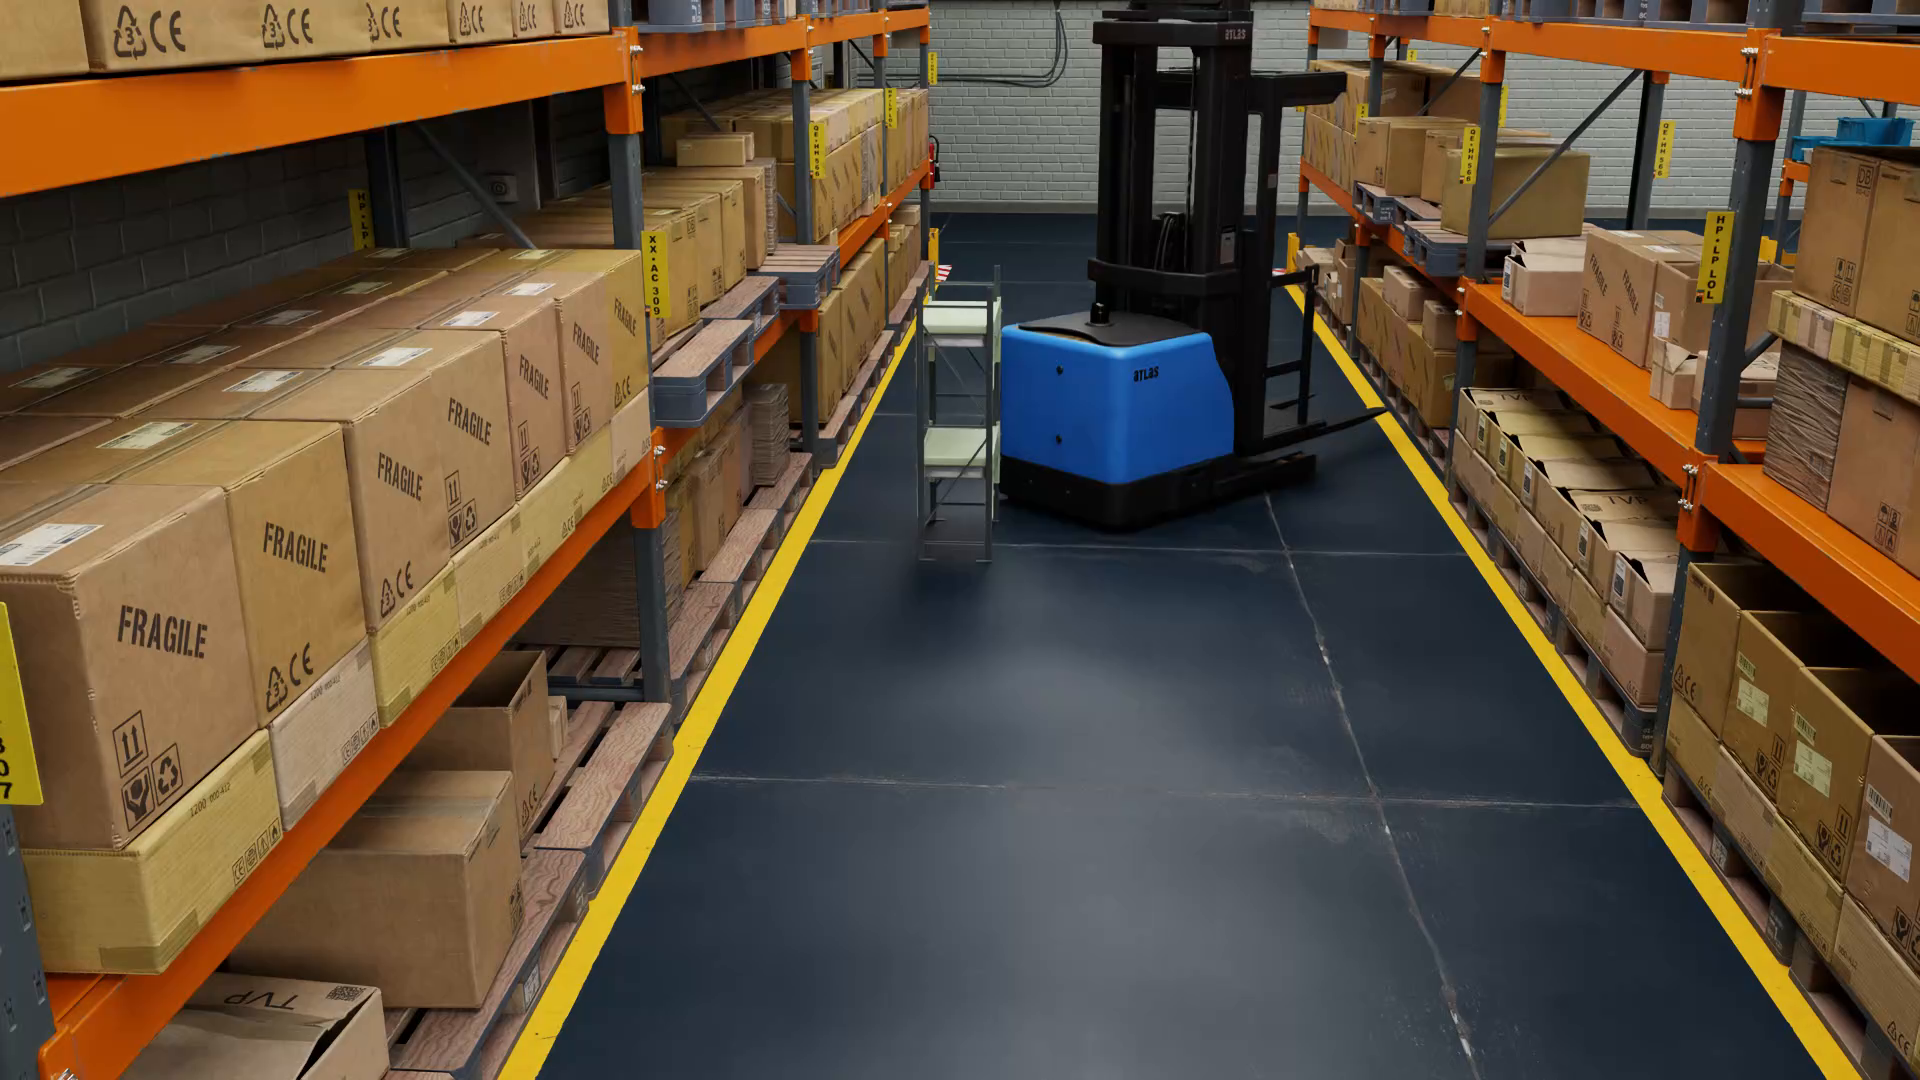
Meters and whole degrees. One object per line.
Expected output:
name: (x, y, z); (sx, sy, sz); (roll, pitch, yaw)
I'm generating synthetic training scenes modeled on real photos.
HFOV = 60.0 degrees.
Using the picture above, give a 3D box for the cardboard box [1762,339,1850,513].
cardboard box: (3.224, -0.398, 5.661); (0.700, 0.500, 0.500); (1, 18, 2)

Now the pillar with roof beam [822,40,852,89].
pillar with roof beam: (2.793, -7.938, 19.197); (9.100, 9.000, 0.400); (1, 18, 4)

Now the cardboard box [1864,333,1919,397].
cardboard box: (2.985, -0.526, 5.009); (0.380, 0.149, 0.250); (1, 18, 3)

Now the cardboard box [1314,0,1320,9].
cardboard box: (3.819, -5.416, 16.559); (0.500, 0.250, 0.500); (1, 18, 4)

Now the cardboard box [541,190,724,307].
cardboard box: (-1.558, -1.391, 7.983); (0.700, 0.500, 0.500); (4, 19, 11)

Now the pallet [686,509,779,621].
pallet: (-1.553, 0.105, 8.764); (1.003, 0.211, 1.213); (1, 18, 4)

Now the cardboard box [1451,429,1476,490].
cardboard box: (3.206, -0.468, 9.776); (0.500, 0.250, 0.500); (1, 18, 4)

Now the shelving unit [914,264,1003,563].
shelving unit: (0.000, -0.711, 9.183); (0.431, 1.500, 0.755); (1, 18, 4)

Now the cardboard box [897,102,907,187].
cardboard box: (-1.005, -3.620, 15.172); (0.980, 0.700, 0.700); (1, 18, 3)

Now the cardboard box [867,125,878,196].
cardboard box: (-0.927, -2.974, 13.011); (0.500, 0.500, 0.500); (1, 18, 4)

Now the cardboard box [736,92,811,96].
cardboard box: (-1.442, -3.338, 12.918); (0.500, 0.250, 0.500); (1, 18, 5)

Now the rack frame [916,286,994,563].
rack frame: (-0.027, -0.597, 8.836); (0.400, 1.500, 0.023); (1, 18, 4)

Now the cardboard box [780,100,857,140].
cardboard box: (-1.015, -3.012, 11.922); (0.500, 0.250, 0.500); (1, 18, 3)

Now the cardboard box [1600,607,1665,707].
cardboard box: (2.990, 0.483, 6.873); (0.500, 0.250, 0.500); (1, 18, 3)

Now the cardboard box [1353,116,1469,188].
cardboard box: (3.566, -3.078, 13.166); (0.700, 0.500, 0.500); (-5, 19, -15)

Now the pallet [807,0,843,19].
pallet: (-1.412, -3.377, 10.399); (1.213, 0.211, 1.003); (2, 18, 6)

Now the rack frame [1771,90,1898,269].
rack frame: (9.050, -4.104, 17.131); (1.000, 3.000, 0.127); (1, 18, 4)

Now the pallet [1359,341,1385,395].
pallet: (3.802, -1.395, 13.341); (1.003, 0.211, 1.213); (1, 18, 4)

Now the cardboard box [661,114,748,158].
cardboard box: (-1.631, -2.542, 10.489); (0.500, 0.250, 0.500); (2, 18, 5)

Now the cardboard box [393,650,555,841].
cardboard box: (-1.726, 0.704, 5.766); (0.500, 0.500, 0.500); (0, 18, 0)

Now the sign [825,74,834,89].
sign: (-1.385, -4.789, 17.702); (0.100, 0.325, 0.005); (1, 18, 4)

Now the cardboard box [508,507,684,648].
cardboard box: (-1.656, 0.151, 7.451); (0.700, 0.500, 0.500); (2, 18, 6)

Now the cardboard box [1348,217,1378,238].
cardboard box: (4.316, -3.063, 17.261); (0.500, 0.500, 0.500); (1, 18, 4)

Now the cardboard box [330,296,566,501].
cardboard box: (-1.494, -0.428, 4.916); (0.500, 0.500, 0.500); (1, 18, 2)

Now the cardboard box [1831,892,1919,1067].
cardboard box: (2.802, 1.221, 4.620); (0.500, 0.250, 0.500); (1, 18, 4)

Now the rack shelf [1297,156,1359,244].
rack shelf: (3.966, -3.253, 15.688); (1.077, 0.370, 4.000); (1, 18, 4)

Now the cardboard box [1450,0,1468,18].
cardboard box: (3.570, -3.499, 10.306); (0.910, 0.500, 0.500); (1, 18, 4)

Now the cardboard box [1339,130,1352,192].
cardboard box: (3.638, -3.342, 14.645); (0.500, 0.500, 0.500); (2, 18, 5)

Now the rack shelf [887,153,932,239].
rack shelf: (-0.975, -3.362, 16.022); (1.077, 0.370, 4.000); (1, 18, 4)

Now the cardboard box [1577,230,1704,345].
cardboard box: (3.432, -1.257, 8.282); (0.500, 0.500, 0.500); (0, 18, 1)

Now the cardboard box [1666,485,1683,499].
cardboard box: (3.604, -0.087, 7.713); (0.500, 0.311, 0.500); (1, 18, 2)

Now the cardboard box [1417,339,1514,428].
cardboard box: (3.369, -1.048, 11.112); (0.500, 0.500, 0.500); (2, 18, 6)

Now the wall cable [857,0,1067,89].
wall cable: (-0.070, -7.449, 22.692); (3.097, 2.526, 0.112); (1, 18, 4)

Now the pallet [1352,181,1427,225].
pallet: (3.657, -2.637, 12.960); (1.003, 0.211, 1.213); (1, 18, 4)

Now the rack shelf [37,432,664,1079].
rack shelf: (-1.835, 0.365, 4.648); (1.077, 0.370, 4.000); (1, 18, 4)

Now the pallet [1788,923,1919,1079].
pallet: (3.066, 1.462, 4.622); (1.003, 0.211, 1.213); (1, 18, 4)

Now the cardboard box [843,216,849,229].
cardboard box: (-1.026, -2.386, 12.259); (0.380, 0.149, 0.250); (2, 18, 6)

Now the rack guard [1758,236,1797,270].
rack guard: (9.039, -2.924, 17.544); (1.175, 0.500, 0.348); (1, 18, 4)

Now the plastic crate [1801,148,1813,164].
plastic crate: (8.598, -3.840, 16.653); (0.250, 0.136, 0.298); (1, 18, 4)

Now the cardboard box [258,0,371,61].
cardboard box: (-1.598, -1.264, 3.454); (0.500, 0.500, 0.500); (2, 18, 6)

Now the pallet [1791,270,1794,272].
pallet: (8.952, -2.524, 16.786); (1.003, 0.211, 1.213); (1, 18, 4)

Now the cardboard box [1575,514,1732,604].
cardboard box: (3.023, 0.058, 7.270); (0.500, 0.311, 0.500); (2, 18, 5)

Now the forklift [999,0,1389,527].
forklift: (1.628, -1.838, 10.325); (3.031, 2.935, 1.130); (-16, 24, -41)

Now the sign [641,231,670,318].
sign: (-1.150, -1.000, 6.267); (0.100, 0.325, 0.005); (1, 18, 4)

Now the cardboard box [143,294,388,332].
cardboard box: (-2.016, -0.436, 4.942); (0.500, 0.500, 0.500); (2, 18, 5)

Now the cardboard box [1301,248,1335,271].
cardboard box: (3.752, -2.800, 16.862); (0.500, 0.250, 0.500); (1, 18, 4)

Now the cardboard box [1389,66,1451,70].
cardboard box: (4.247, -4.117, 15.403); (0.500, 0.500, 0.500); (2, 18, 6)

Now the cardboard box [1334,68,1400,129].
cardboard box: (3.671, -3.975, 14.970); (0.500, 0.500, 0.500); (1, 18, 4)

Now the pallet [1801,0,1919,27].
pallet: (3.214, -1.607, 4.834); (1.003, 0.211, 1.213); (1, 18, 4)

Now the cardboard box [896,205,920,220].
cardboard box: (-0.609, -3.382, 17.224); (0.380, 0.149, 0.250); (1, 18, 3)

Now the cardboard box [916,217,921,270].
cardboard box: (-0.782, -3.117, 17.459); (0.700, 0.500, 0.500); (1, 18, 4)

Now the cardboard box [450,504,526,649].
cardboard box: (-1.523, 0.085, 4.556); (0.500, 0.250, 0.500); (1, 18, 4)

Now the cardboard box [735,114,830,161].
cardboard box: (-1.113, -2.540, 10.481); (0.500, 0.250, 0.500); (2, 18, 5)
